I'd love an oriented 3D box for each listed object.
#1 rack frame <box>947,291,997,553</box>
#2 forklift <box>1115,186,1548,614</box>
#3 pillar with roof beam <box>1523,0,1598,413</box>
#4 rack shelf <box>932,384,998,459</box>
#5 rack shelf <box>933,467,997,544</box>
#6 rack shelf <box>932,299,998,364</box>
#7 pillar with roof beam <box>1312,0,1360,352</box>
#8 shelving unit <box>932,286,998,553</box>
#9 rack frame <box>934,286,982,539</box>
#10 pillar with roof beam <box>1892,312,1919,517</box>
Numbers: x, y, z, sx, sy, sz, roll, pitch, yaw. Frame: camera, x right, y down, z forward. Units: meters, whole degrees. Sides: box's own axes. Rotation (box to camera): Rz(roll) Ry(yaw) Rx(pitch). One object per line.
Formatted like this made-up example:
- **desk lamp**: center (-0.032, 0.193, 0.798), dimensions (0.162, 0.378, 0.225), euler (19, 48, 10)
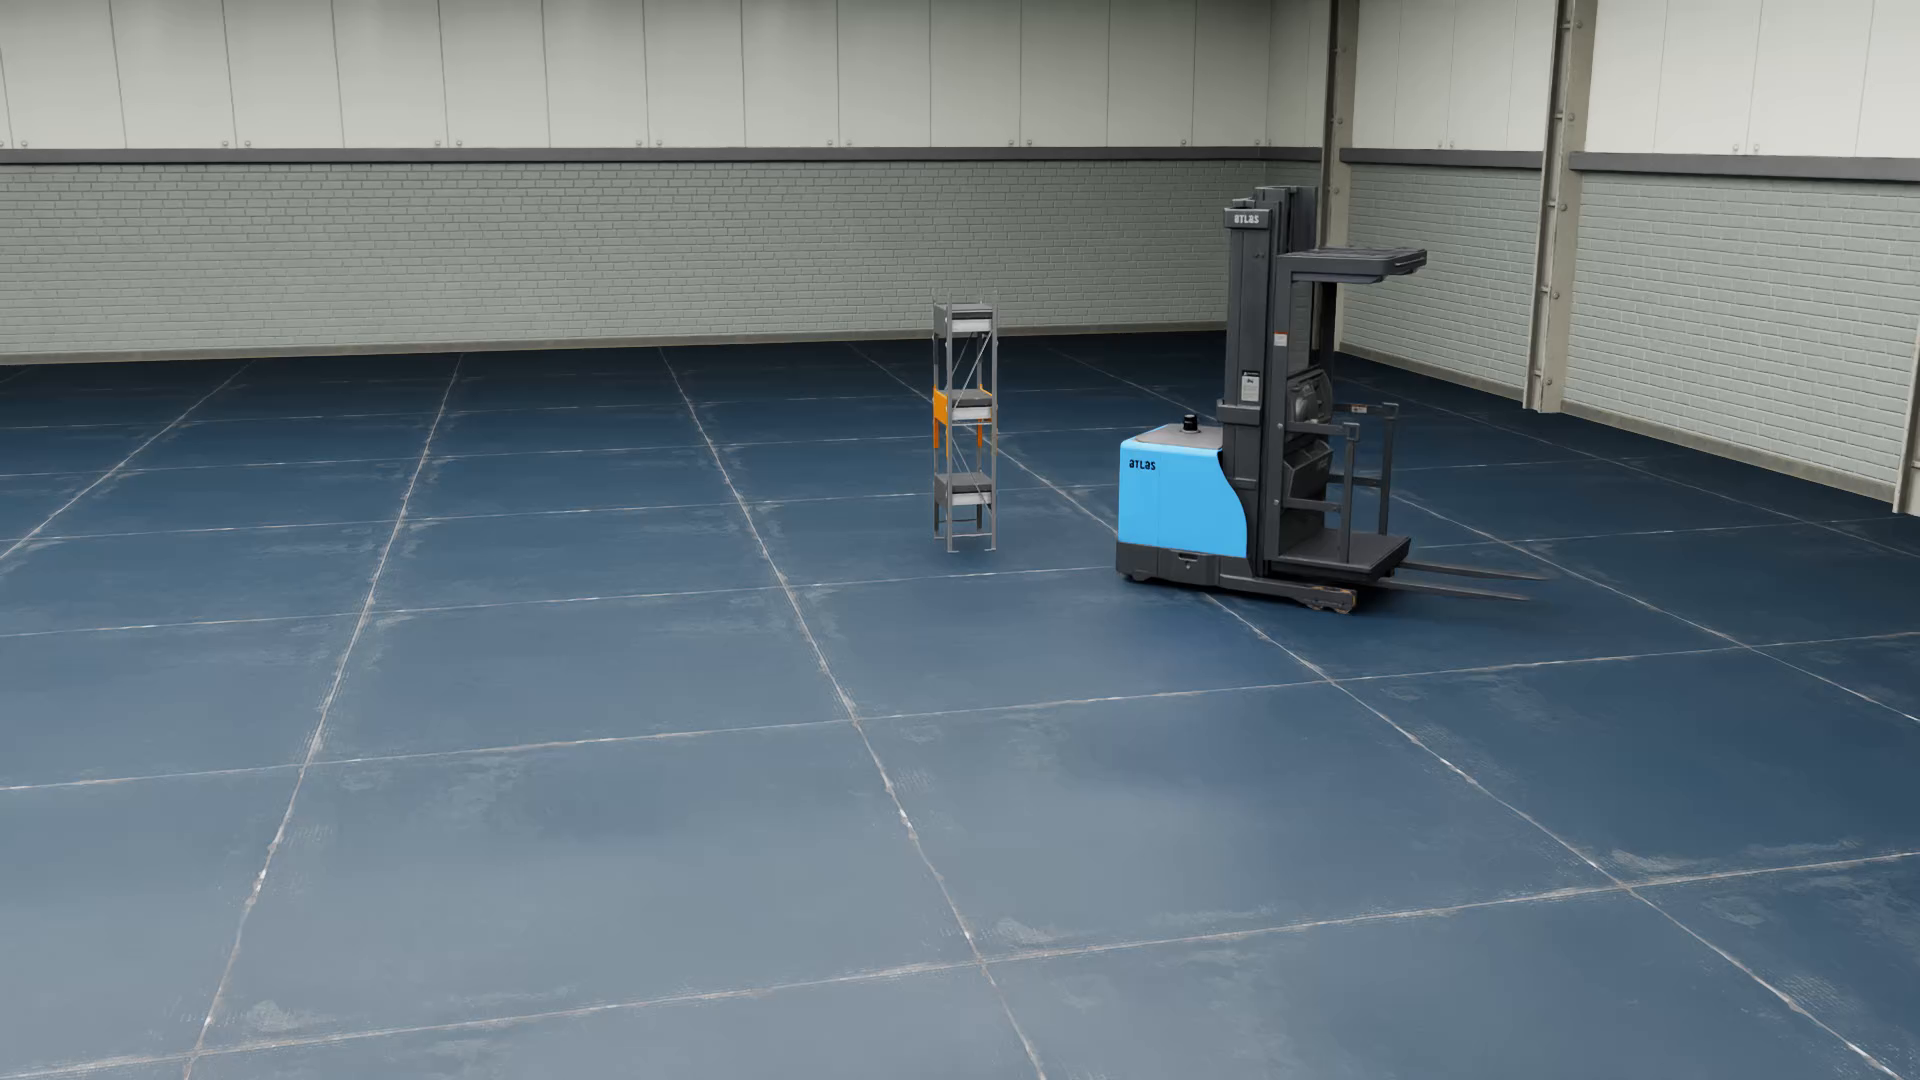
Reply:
- **rack frame**: center (0.096, -0.926, 13.291), dimensions (0.400, 2.100, 0.015), euler (-3, 14, -13)
- **forklift**: center (2.723, -1.046, 12.031), dimensions (3.031, 2.935, 1.130), euler (8, 16, 29)
- **pillar with roof beam**: center (2.987, -5.732, 18.429), dimensions (9.100, 9.000, 0.400), euler (-3, 14, -13)
- **rack shelf**: center (0.039, -0.969, 13.525), dimensions (0.431, 0.518, 0.480), euler (-3, 14, -13)
- **rack shelf**: center (0.039, -0.289, 13.691), dimensions (0.431, 0.518, 0.480), euler (-3, 14, -13)
- **rack shelf**: center (0.039, -1.649, 13.359), dimensions (0.431, 0.518, 0.480), euler (-3, 14, -13)
- **pillar with roof beam**: center (1.578, -7.116, 24.094), dimensions (9.100, 9.000, 0.400), euler (-3, 14, -13)
- **shelving unit**: center (0.039, -0.982, 13.522), dimensions (0.431, 2.100, 0.503), euler (-3, 14, -13)
- **rack frame**: center (-0.018, -1.038, 13.752), dimensions (0.400, 2.100, 0.015), euler (-3, 14, -13)
- **pillar with roof beam**: center (4.396, -4.348, 12.763), dimensions (9.100, 9.000, 0.400), euler (-3, 14, -13)
